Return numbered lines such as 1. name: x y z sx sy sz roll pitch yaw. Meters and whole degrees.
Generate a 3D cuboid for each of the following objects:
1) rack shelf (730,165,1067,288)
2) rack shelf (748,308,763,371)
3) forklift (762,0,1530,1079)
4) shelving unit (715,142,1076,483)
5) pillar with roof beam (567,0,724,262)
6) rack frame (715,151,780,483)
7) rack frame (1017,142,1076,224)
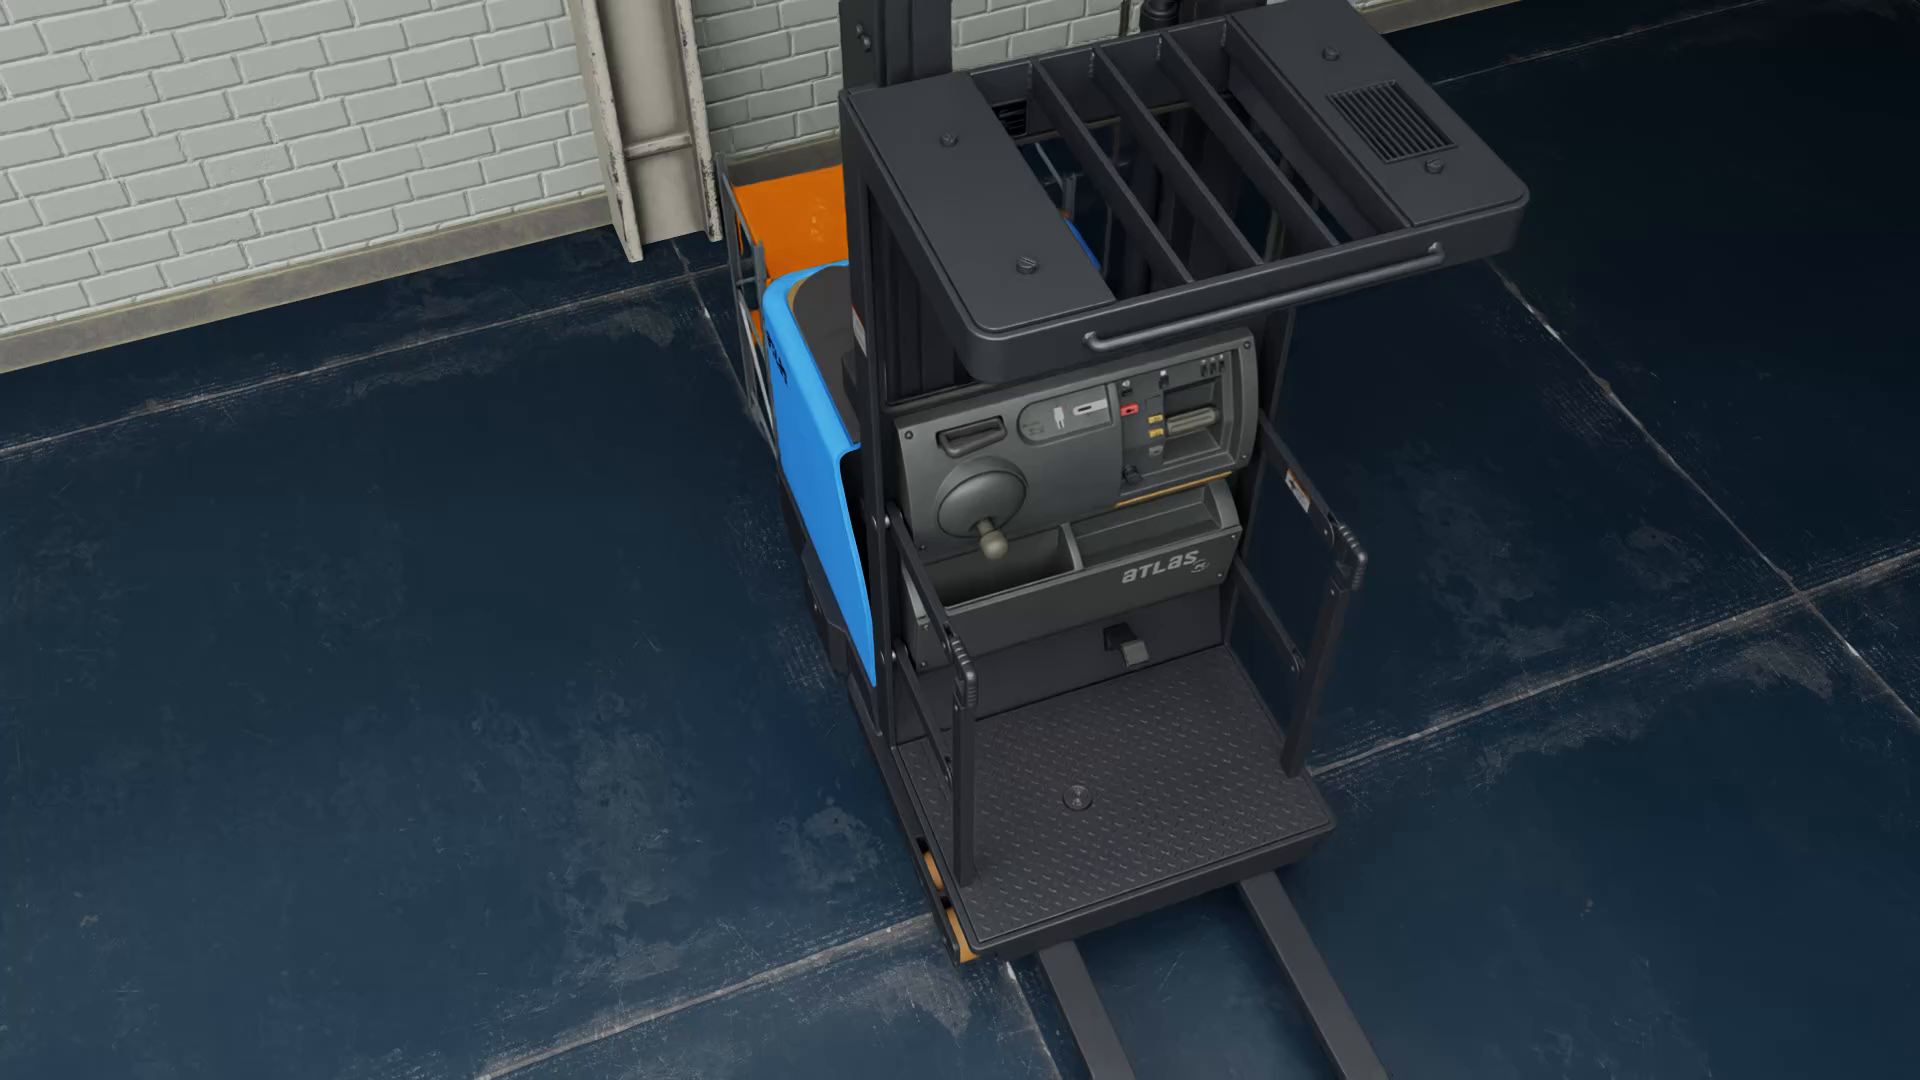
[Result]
1. rack shelf: -0.211 -1.019 5.498 1.000 0.278 0.538 -15 51 -12
2. rack shelf: -0.211 -0.669 5.905 1.000 0.278 0.538 -15 51 -12
3. forklift: 0.378 -0.126 3.926 1.130 2.935 3.031 -16 51 -13
4. shelving unit: -0.211 -0.828 5.720 1.048 1.125 0.538 -15 51 -12
5. pillar with roof beam: 0.422 -1.192 0.842 0.400 9.000 9.100 -17 52 -14
6. rack frame: -0.691 -0.701 5.610 0.032 1.125 0.500 -15 51 -12
7. rack frame: 0.269 -0.955 5.829 0.032 1.125 0.500 -15 51 -12
